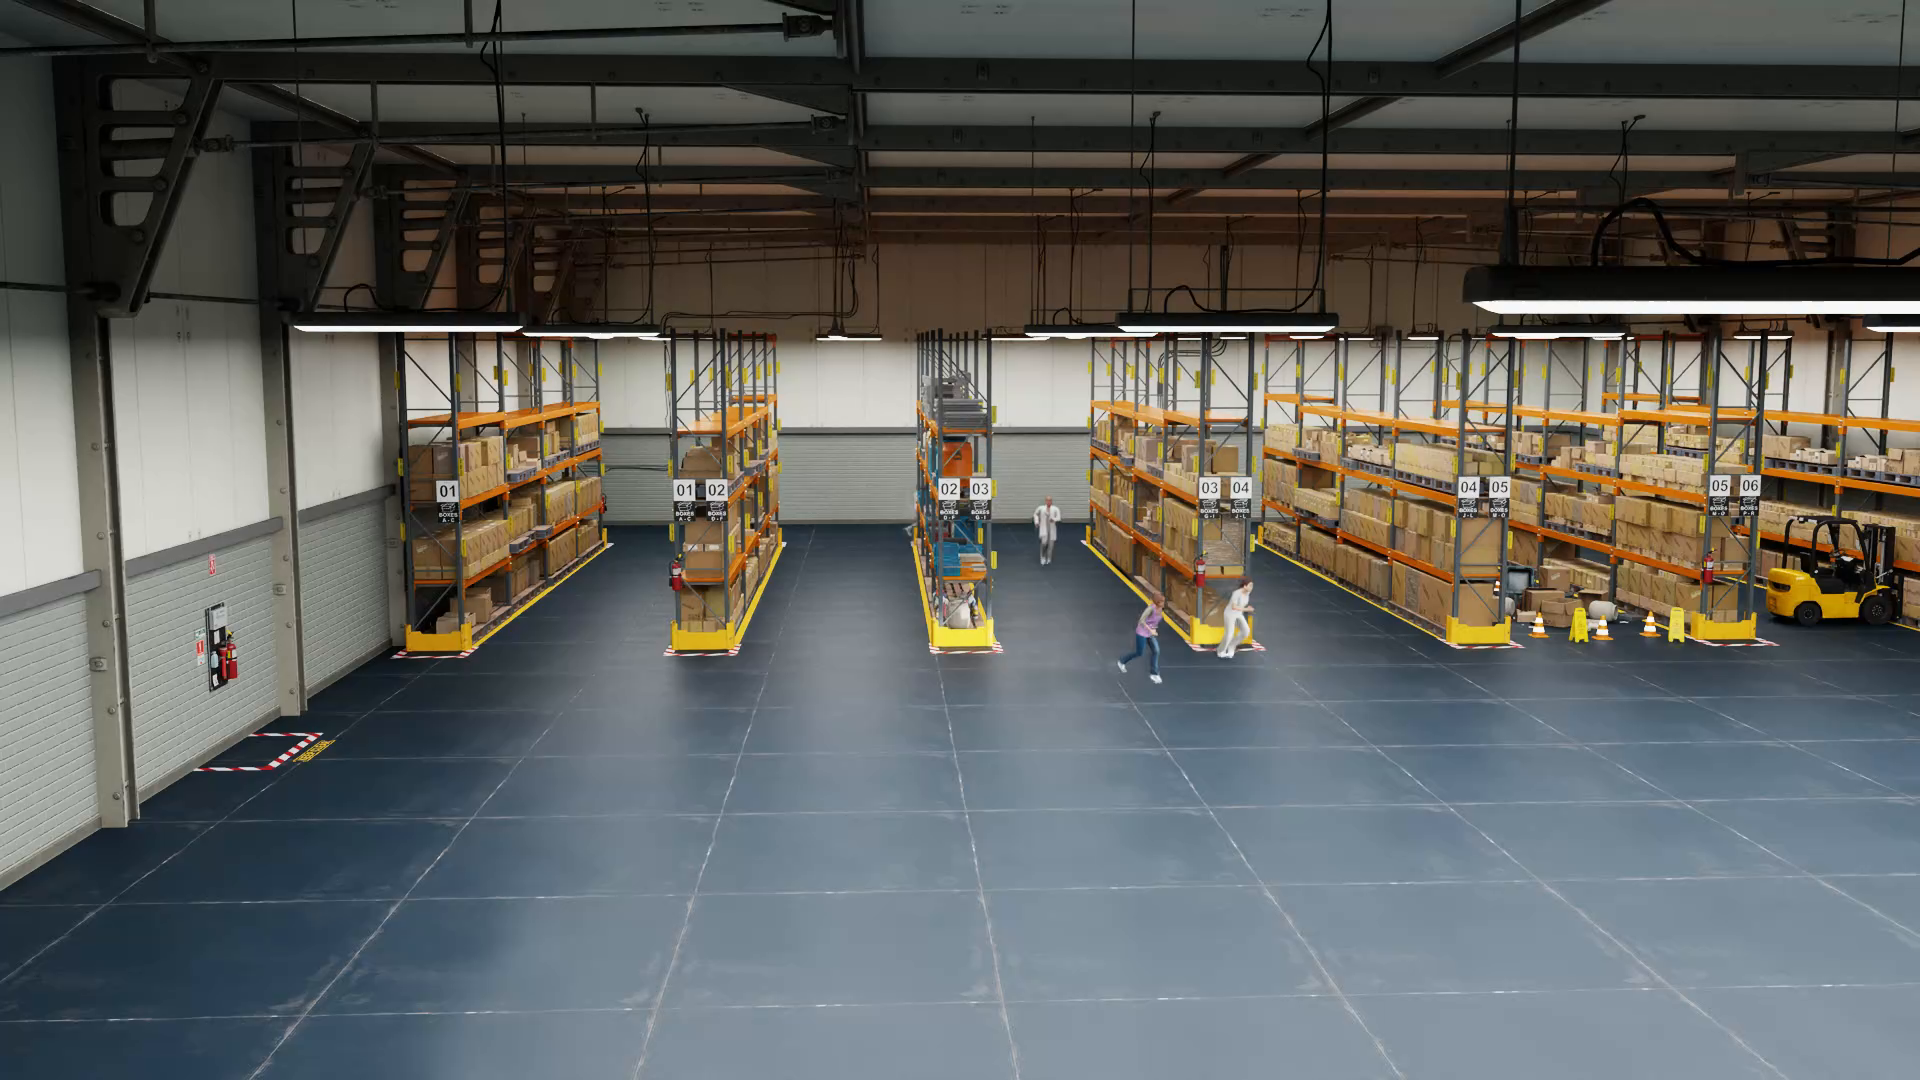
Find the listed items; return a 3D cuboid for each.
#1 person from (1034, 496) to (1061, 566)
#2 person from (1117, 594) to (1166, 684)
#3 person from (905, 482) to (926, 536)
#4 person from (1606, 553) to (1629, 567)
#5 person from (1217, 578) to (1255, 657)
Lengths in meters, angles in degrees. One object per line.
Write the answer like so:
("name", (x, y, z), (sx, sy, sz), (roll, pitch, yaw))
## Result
("person", (2.275, -0.231, 43.112), (0.678, 1.794, 0.769), (0, 7, -2))
("person", (3.092, 1.649, 28.379), (0.915, 1.547, 0.571), (4, 8, 33))
("person", (-1.171, -0.853, 48.829), (0.859, 1.708, 0.588), (1, 7, 8))
("person", (16.030, 0.076, 40.467), (0.727, 1.829, 1.002), (-1, 7, -5))
("person", (5.049, 1.404, 30.206), (0.587, 1.511, 0.874), (-6, 9, -42))
